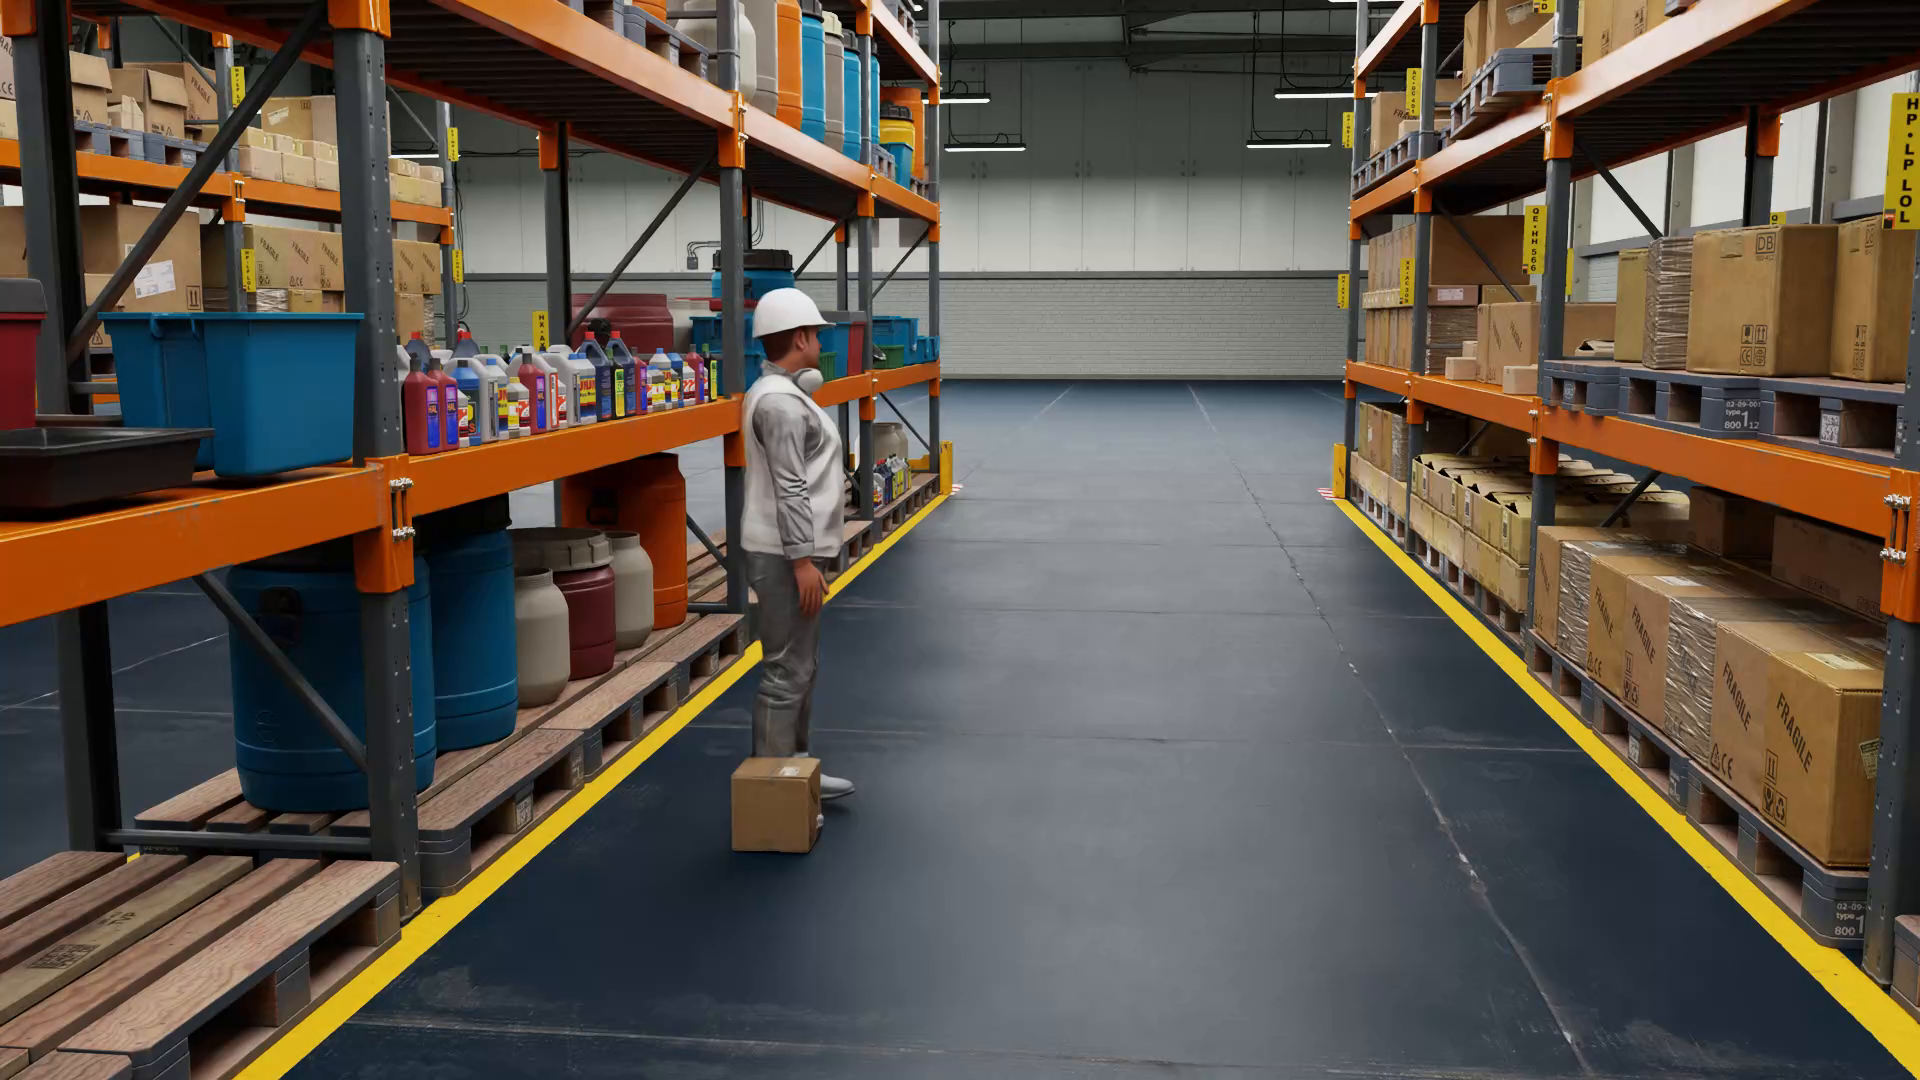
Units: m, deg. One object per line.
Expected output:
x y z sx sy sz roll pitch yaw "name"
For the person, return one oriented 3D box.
-0.556 0.051 5.636 0.385 1.778 0.577 -1 8 -6 "person"
